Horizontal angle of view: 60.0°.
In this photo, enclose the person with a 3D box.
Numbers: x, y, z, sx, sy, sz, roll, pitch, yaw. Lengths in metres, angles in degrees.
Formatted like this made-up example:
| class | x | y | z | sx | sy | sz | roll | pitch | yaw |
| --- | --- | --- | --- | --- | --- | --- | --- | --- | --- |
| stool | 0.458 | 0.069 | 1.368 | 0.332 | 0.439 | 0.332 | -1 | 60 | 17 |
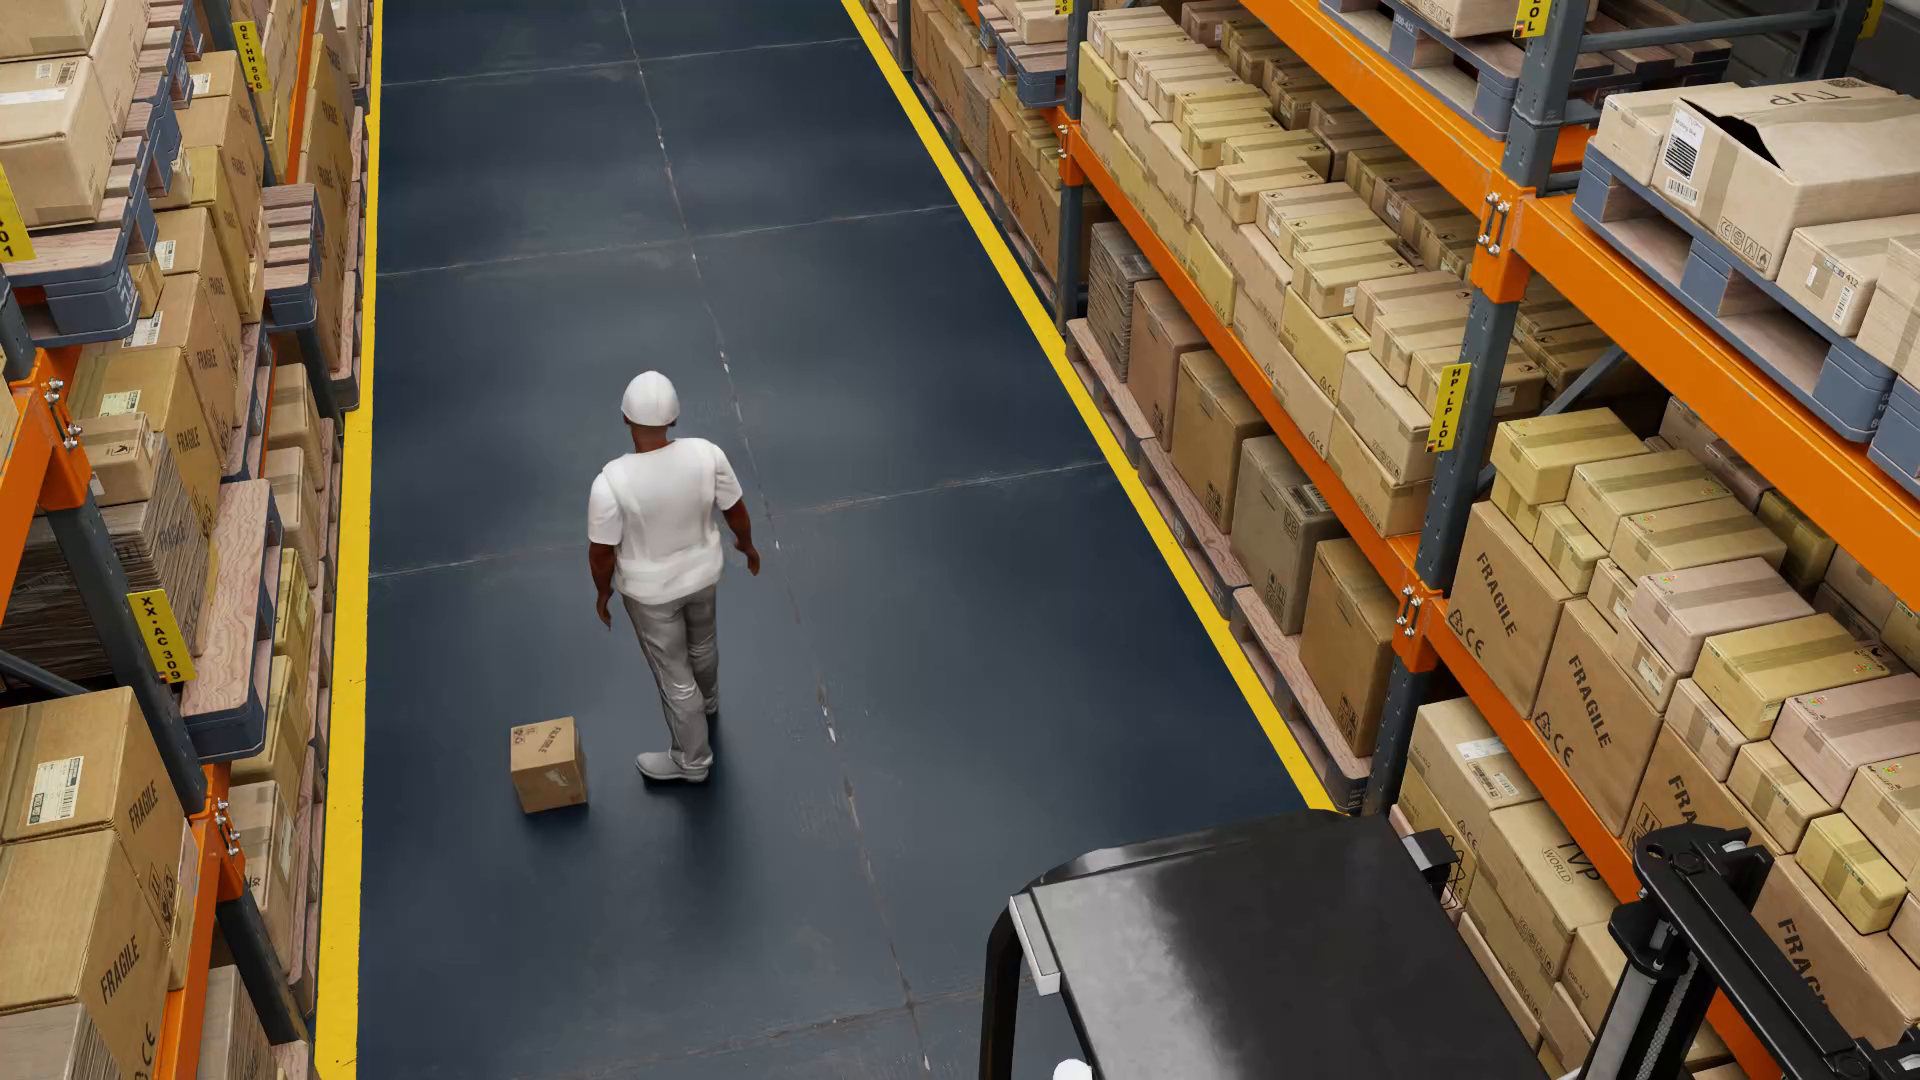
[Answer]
| class | x | y | z | sx | sy | sz | roll | pitch | yaw |
| --- | --- | --- | --- | --- | --- | --- | --- | --- | --- |
| person | -1.117 | 0.103 | 6.491 | 0.682 | 1.767 | 0.635 | -23 | 44 | -27 |
